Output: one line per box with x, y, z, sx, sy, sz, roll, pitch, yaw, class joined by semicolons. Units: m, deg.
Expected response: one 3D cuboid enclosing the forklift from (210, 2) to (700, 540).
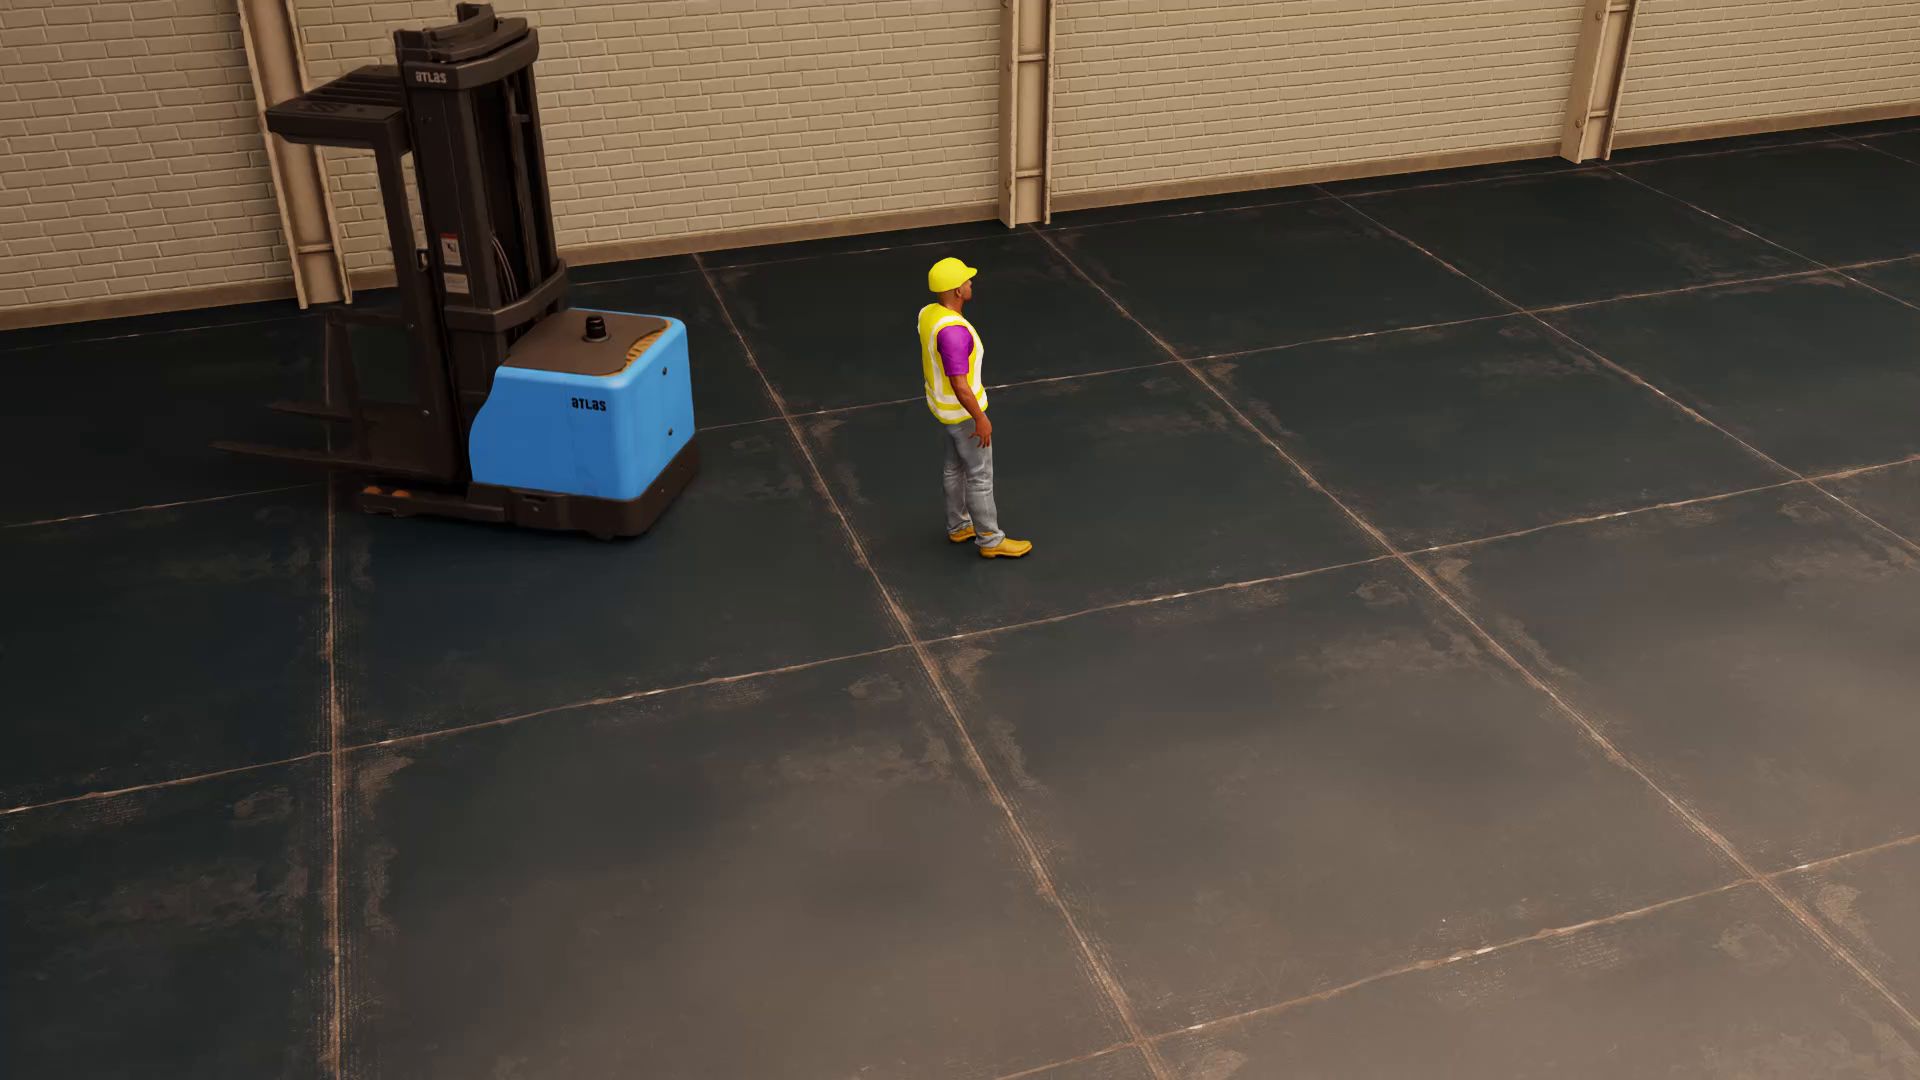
-3.248;-1.655;9.963;3.031;2.935;1.130;7;31;12;forklift

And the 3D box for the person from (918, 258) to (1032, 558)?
0.068;-0.780;9.596;0.576;1.766;0.665;-10;31;-16;person
